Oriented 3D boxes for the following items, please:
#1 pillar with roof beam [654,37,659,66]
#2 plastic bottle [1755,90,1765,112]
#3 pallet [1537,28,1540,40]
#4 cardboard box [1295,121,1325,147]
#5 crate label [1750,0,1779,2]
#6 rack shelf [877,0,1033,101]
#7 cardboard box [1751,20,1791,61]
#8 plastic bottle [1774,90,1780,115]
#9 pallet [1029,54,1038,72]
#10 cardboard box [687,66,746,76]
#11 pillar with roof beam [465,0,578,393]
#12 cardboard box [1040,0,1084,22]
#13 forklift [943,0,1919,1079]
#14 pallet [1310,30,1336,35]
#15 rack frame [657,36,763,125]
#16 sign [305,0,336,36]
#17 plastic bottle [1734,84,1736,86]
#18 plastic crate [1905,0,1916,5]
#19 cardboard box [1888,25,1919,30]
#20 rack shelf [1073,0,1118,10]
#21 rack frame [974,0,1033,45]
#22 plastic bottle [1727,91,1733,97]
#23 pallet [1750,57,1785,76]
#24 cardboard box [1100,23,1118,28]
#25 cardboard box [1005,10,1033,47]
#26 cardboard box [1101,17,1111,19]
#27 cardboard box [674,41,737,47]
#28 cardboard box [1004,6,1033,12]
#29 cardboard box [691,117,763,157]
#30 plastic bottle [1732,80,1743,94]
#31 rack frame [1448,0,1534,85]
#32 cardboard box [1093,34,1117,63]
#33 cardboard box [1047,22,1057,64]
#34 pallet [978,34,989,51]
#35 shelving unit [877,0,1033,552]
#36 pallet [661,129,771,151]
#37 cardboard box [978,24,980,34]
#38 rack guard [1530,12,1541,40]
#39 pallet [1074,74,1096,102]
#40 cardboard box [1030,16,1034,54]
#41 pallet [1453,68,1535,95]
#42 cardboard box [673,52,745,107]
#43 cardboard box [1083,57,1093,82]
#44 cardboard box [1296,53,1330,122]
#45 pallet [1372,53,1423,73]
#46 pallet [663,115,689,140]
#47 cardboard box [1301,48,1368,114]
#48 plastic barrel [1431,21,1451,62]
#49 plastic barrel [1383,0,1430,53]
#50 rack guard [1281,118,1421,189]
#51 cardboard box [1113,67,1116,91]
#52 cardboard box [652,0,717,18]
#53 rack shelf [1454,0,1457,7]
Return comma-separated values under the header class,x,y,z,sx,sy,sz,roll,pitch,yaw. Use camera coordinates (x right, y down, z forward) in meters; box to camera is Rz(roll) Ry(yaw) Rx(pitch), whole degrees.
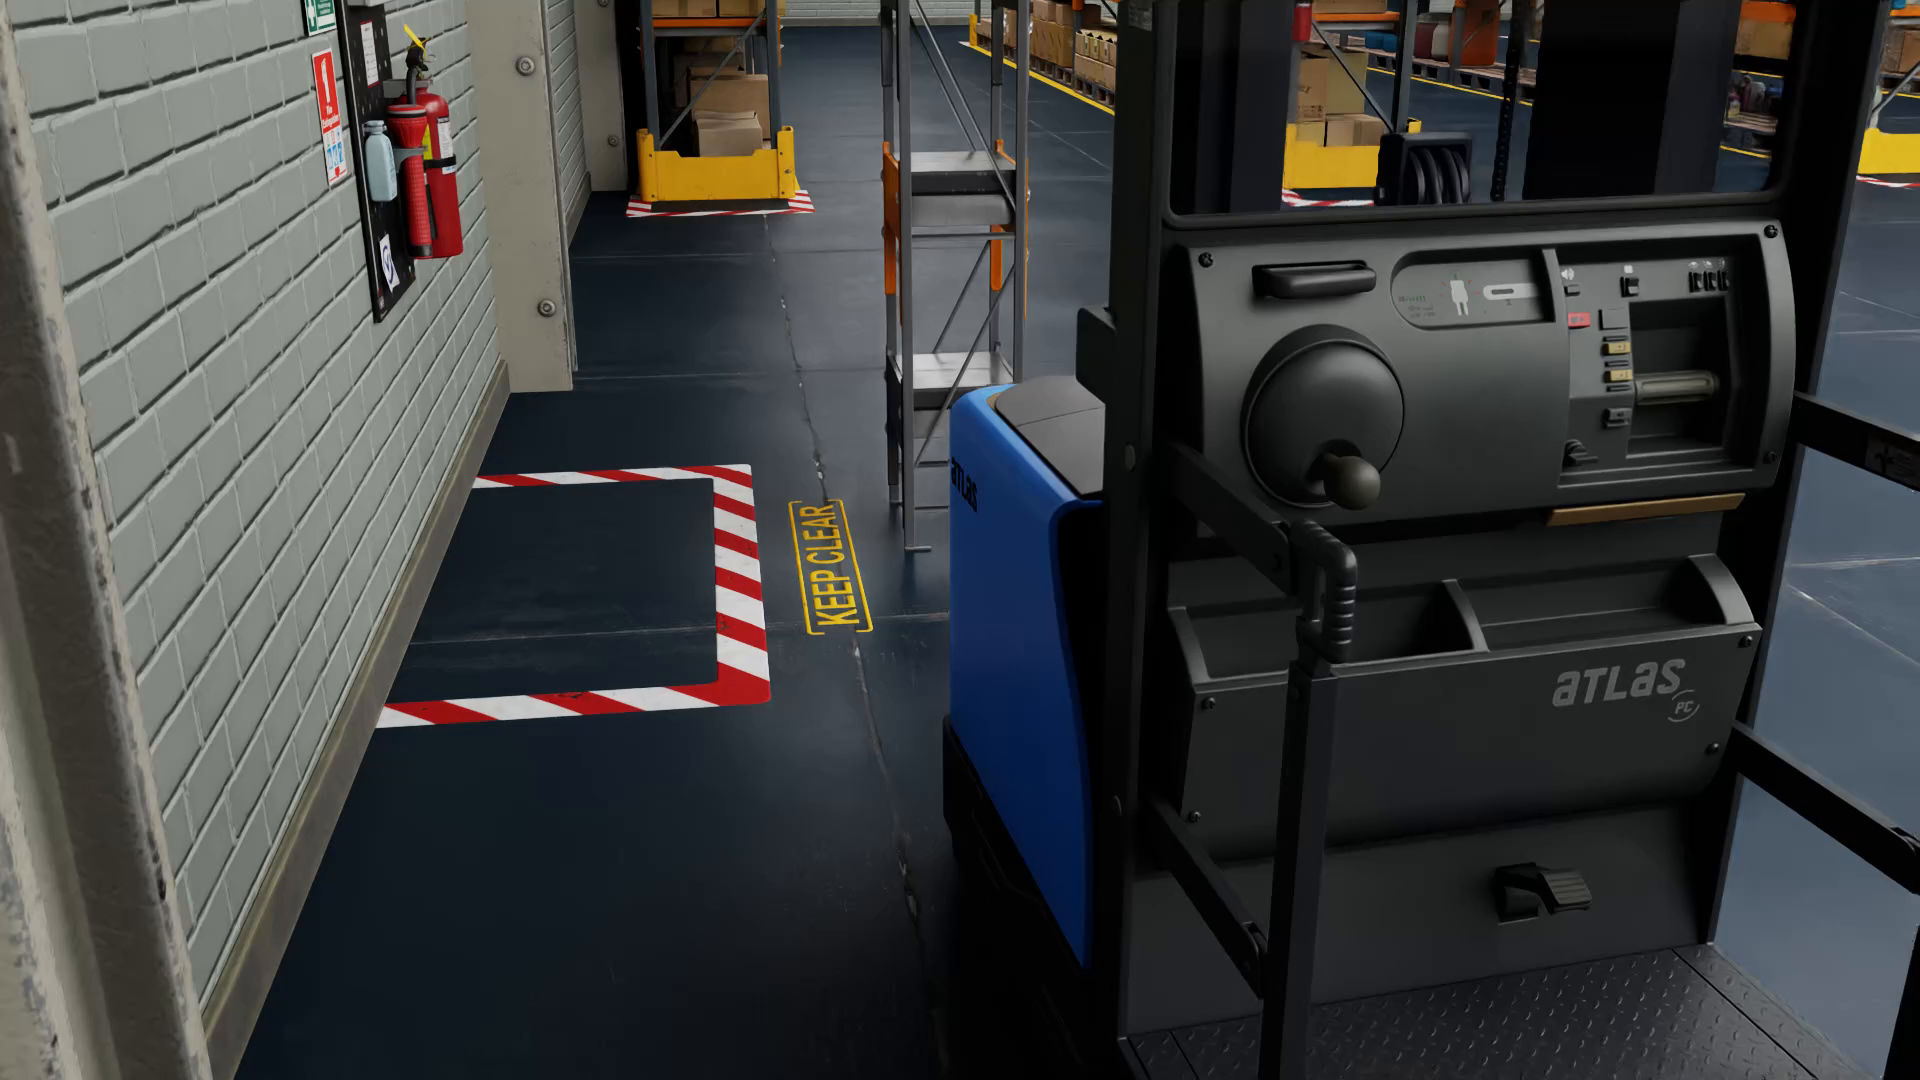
class,x,y,z,sx,sy,sz,roll,pitch,yaw
pillar with roof beam,-0.275,-11.404,23.387,9.100,9.000,0.400,-3,21,-8
plastic bottle,7.895,-4.320,16.365,0.097,0.201,0.097,0,20,0
pallet,10.743,-8.733,28.795,1.003,0.211,1.213,-3,21,-8
cardboard box,2.684,-3.353,13.736,0.500,0.250,0.500,-3,21,-8
crate label,7.423,-5.162,15.200,0.502,0.435,0.616,-3,21,-8
rack shelf,-0.024,-1.684,5.262,0.431,0.518,0.480,-3,21,-8
cardboard box,11.625,-6.983,22.563,1.225,0.875,0.875,-4,21,-10
plastic bottle,7.939,-4.247,16.071,0.097,0.271,0.097,0,20,0
pallet,1.478,-6.842,23.735,1.003,0.211,1.213,-3,21,-8
cardboard box,-2.235,-4.085,15.311,0.500,0.500,0.500,-4,21,-12
pillar with roof beam,2.320,-5.171,6.701,9.100,9.000,0.400,-3,21,-8
cardboard box,1.369,-7.115,22.352,0.500,0.250,0.500,-3,21,-9
forklift,0.817,-0.234,2.153,1.130,2.935,3.031,-5,21,-13
pallet,5.730,-8.468,28.087,1.003,0.211,1.213,-3,21,-8
rack frame,-2.424,-5.407,15.907,1.000,3.000,0.127,-3,21,-8
sign,-1.636,-1.357,4.253,0.001,0.109,0.331,-3,21,-8
plastic bottle,7.850,-4.512,16.762,0.061,0.283,0.133,-2,21,-4
plastic crate,8.145,-4.725,14.456,0.298,0.136,0.250,-3,21,-8
cardboard box,11.917,-6.515,20.744,0.500,0.250,0.500,-1,20,-2
rack shelf,2.189,-6.014,18.559,1.077,0.370,4.000,-3,21,-8
rack frame,0.747,-9.813,27.704,1.000,3.000,0.127,-3,21,-8
plastic bottle,7.248,-4.155,15.817,0.152,0.276,0.135,-3,21,-7
pallet,11.665,-6.512,22.851,1.003,0.211,1.213,-3,21,-8
cardboard box,2.036,-6.432,21.593,0.500,0.500,0.500,-4,21,-10
cardboard box,0.961,-7.647,24.846,0.500,0.500,0.500,-3,21,-8
cardboard box,1.813,-6.962,23.013,0.500,0.500,0.500,-3,21,-7
cardboard box,-2.787,-5.226,18.365,0.700,0.500,0.500,-3,21,-8
cardboard box,1.048,-8.115,26.096,0.797,0.503,0.637,-3,21,-8
cardboard box,-1.859,-3.213,13.246,0.500,0.311,0.500,-5,21,-14
plastic bottle,7.734,-4.440,16.570,0.061,0.283,0.133,-3,21,-8
rack frame,6.803,-7.292,20.953,1.000,3.000,0.127,-3,21,-8
cardboard box,1.841,-5.661,19.113,0.500,0.311,0.500,-3,21,-9
cardboard box,1.459,-6.570,21.963,0.500,0.500,0.500,-4,21,-10
pallet,0.874,-8.205,27.382,1.003,0.211,1.213,-3,21,-8
shelving unit,-0.024,-1.041,5.502,0.431,2.100,0.503,-3,21,-8
pallet,-2.114,-3.447,14.644,1.003,0.211,1.213,-3,21,-8
cardboard box,0.503,-8.443,27.456,0.380,0.166,0.250,-3,21,-8
rack guard,10.547,-9.149,29.498,1.175,0.500,0.348,-3,21,-8
pallet,1.980,-5.450,20.007,1.003,0.211,1.213,-3,21,-8
cardboard box,1.240,-7.100,23.382,0.500,0.500,0.500,-3,21,-7
pallet,6.876,-5.716,20.718,1.003,0.211,1.213,-3,21,-8
cardboard box,-2.547,-4.697,16.948,0.700,0.500,0.500,-2,21,-6
cardboard box,1.759,-5.582,19.704,0.500,0.250,0.500,-3,21,-9
cardboard box,2.682,-3.704,13.605,0.500,0.500,0.500,-3,21,-8
pallet,6.475,-6.678,23.295,1.003,0.211,1.213,-3,21,-8
pallet,-2.293,-3.870,15.777,1.003,0.211,1.213,-3,21,-8
cardboard box,3.122,-3.904,14.138,0.500,0.500,0.500,-3,21,-8
plastic barrel,6.545,-6.683,22.277,0.421,0.512,0.421,0,20,0
plastic barrel,6.390,-7.456,23.792,0.600,0.901,0.708,-3,21,-8
rack guard,3.057,-3.094,13.287,1.175,0.500,0.348,-3,21,-8
cardboard box,1.985,-5.049,18.276,0.500,0.250,0.500,-2,21,-7
cardboard box,-2.107,-4.114,12.629,0.500,0.250,0.500,-3,21,-7
rack shelf,6.514,-7.648,22.933,1.077,0.370,4.000,-3,21,-8
